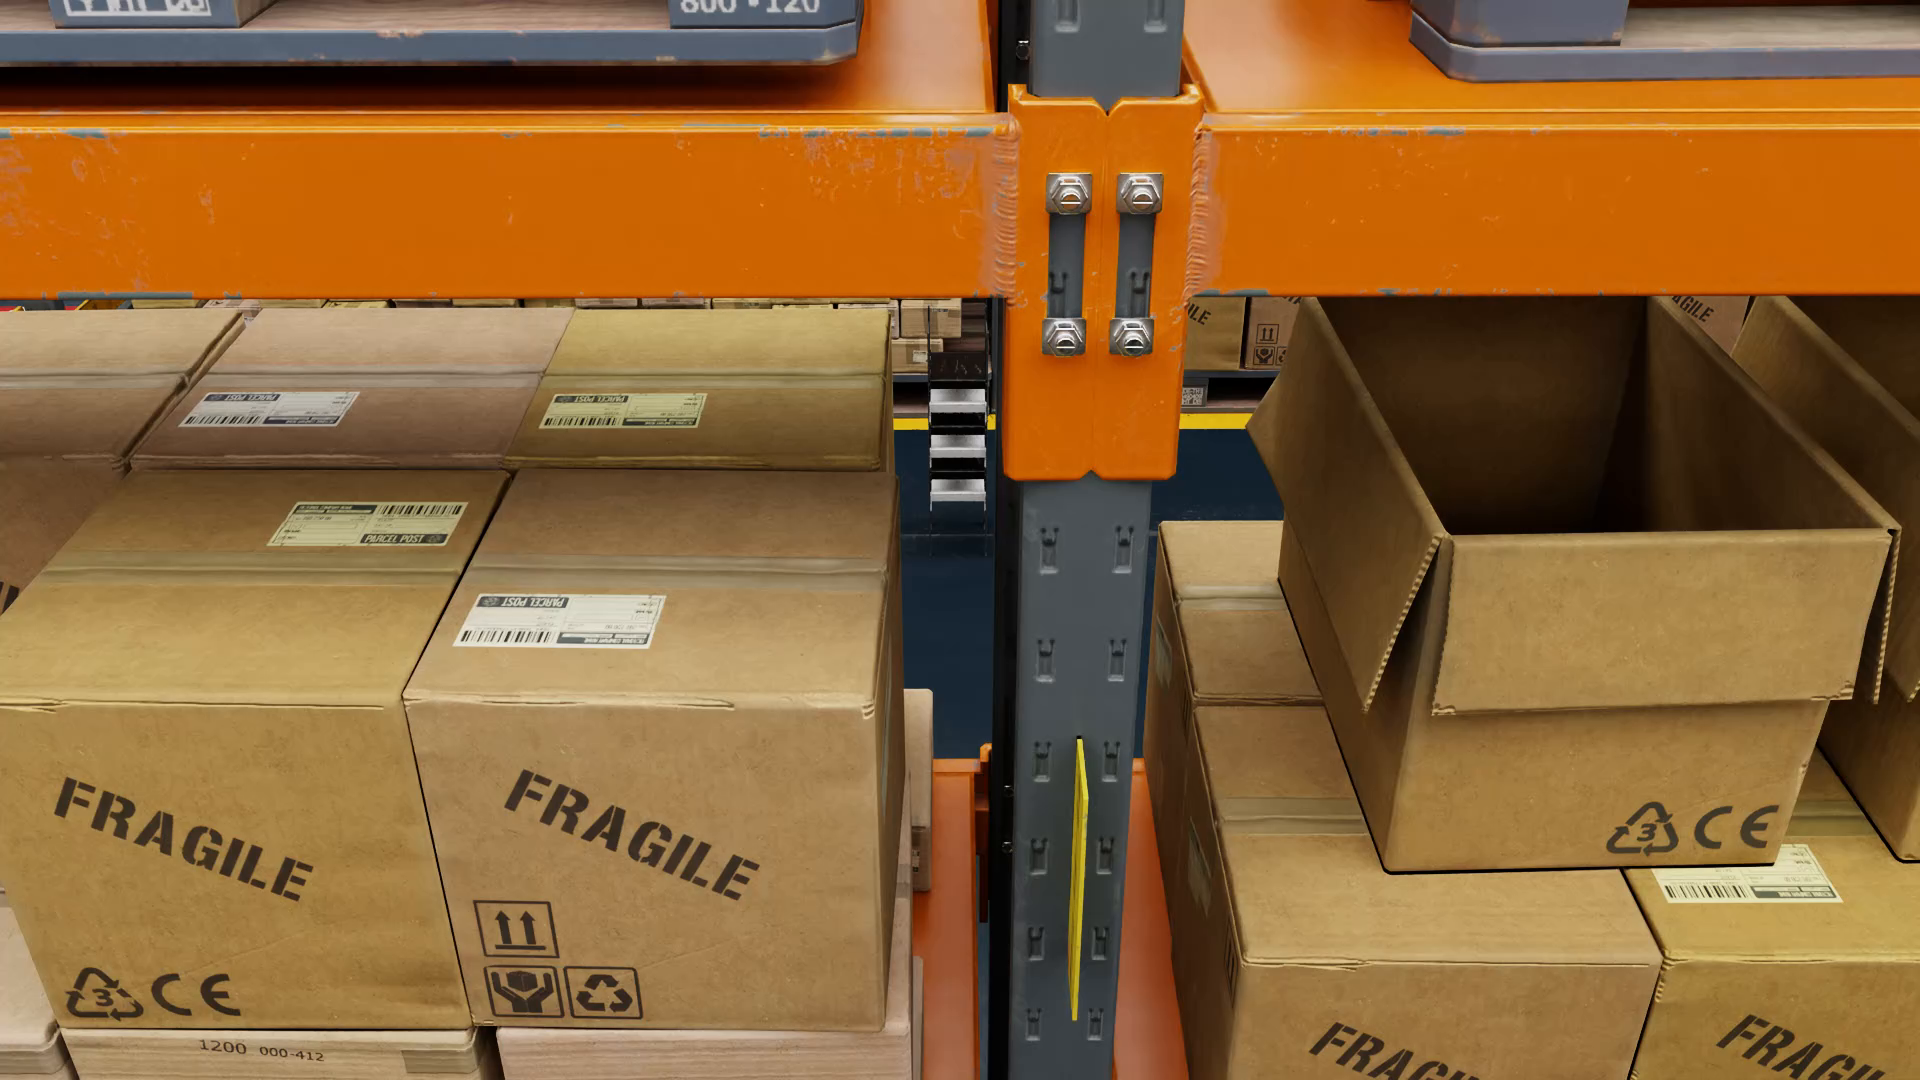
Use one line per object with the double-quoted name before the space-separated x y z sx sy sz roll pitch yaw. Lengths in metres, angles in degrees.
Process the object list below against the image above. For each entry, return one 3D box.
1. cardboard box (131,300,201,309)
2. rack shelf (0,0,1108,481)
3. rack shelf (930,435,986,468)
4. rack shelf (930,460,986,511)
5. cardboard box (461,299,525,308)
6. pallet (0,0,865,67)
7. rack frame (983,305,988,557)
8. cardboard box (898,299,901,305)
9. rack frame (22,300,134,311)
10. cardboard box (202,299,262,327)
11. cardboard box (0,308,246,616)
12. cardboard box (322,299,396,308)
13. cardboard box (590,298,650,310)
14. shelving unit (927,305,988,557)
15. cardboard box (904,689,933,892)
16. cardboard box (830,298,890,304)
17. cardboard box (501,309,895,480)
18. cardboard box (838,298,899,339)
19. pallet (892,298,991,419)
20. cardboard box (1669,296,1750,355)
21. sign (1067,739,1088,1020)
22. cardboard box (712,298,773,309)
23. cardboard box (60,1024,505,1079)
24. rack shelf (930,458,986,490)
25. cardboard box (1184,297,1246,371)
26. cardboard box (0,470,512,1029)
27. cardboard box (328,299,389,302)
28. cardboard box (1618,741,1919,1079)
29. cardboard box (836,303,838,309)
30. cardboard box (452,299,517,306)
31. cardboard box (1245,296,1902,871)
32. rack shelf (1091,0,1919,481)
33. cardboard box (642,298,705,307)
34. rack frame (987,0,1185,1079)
"cardboard box" -3.279 -1.108 6.955 0.250 0.149 0.380 -2 31 -3
"rack shelf" -1.876 -0.476 1.944 4.000 0.370 1.077 0 31 0
"rack shelf" -0.008 -0.356 6.034 0.200 0.077 0.258 0 31 0
"rack shelf" -0.008 -0.202 6.127 0.200 0.077 0.258 0 31 0
"cardboard box" -1.968 -1.059 7.161 0.250 0.149 0.380 1 31 2
"pallet" -0.695 -0.754 1.796 1.213 0.211 1.003 0 31 0
"rack frame" 0.094 -0.385 6.017 0.006 0.900 0.240 0 31 0
"cardboard box" -0.171 -1.206 7.690 0.250 0.149 0.380 -1 31 -2
"rack frame" -3.805 -2.068 6.766 0.127 3.000 1.000 0 31 0
"cardboard box" -3.005 -0.996 7.056 0.250 0.149 0.380 0 31 -1
"cardboard box" -1.370 -0.020 2.527 0.500 0.500 0.500 -1 31 -2
"cardboard box" -2.504 -0.987 7.041 0.250 0.149 0.380 1 31 1
"cardboard box" -1.431 -1.034 7.119 0.250 0.149 0.380 -2 31 -3
"shelving unit" -0.008 -0.385 6.017 0.210 0.900 0.258 0 31 0
"cardboard box" -0.174 0.429 2.894 0.250 0.149 0.380 0 31 0
"cardboard box" -0.415 -1.138 7.003 0.250 0.149 0.380 0 31 0
"cardboard box" -0.357 -0.022 2.529 0.500 0.500 0.500 0 31 0
"cardboard box" -0.389 -0.995 7.055 0.250 0.149 0.380 -2 31 -3
"pallet" -0.477 -0.868 7.476 1.213 0.211 1.003 0 31 0
"cardboard box" 3.019 -1.066 7.121 0.500 0.500 0.500 1 31 2
"sign" 0.129 0.377 1.826 0.005 0.325 0.100 0 31 0
"cardboard box" -0.908 -1.035 7.121 0.250 0.149 0.380 0 31 0
"cardboard box" -0.834 0.570 2.276 0.500 0.250 0.500 1 31 1
"rack shelf" -0.008 -0.279 6.081 0.200 0.077 0.258 0 31 0
"cardboard box" 0.935 -1.056 7.103 0.500 0.500 0.500 1 31 2
"cardboard box" -0.835 0.249 2.083 0.500 0.500 0.500 0 31 0
"cardboard box" -2.504 -1.149 7.023 0.250 0.149 0.380 -2 31 -3
"cardboard box" 1.088 0.576 2.312 0.500 0.500 0.500 0 31 0
"cardboard box" -0.456 -0.906 7.194 0.250 0.149 0.380 1 31 1
"cardboard box" -1.963 -1.123 6.978 0.250 0.149 0.380 0 31 0
"cardboard box" 0.762 0.015 2.270 0.637 0.503 0.797 -1 31 -2
"rack shelf" 2.124 -0.488 1.965 4.000 0.370 1.077 0 31 0
"cardboard box" -1.194 -1.124 6.981 0.250 0.149 0.380 -2 31 -3
"rack frame" 0.124 0.491 2.549 0.053 2.616 0.949 0 31 0
